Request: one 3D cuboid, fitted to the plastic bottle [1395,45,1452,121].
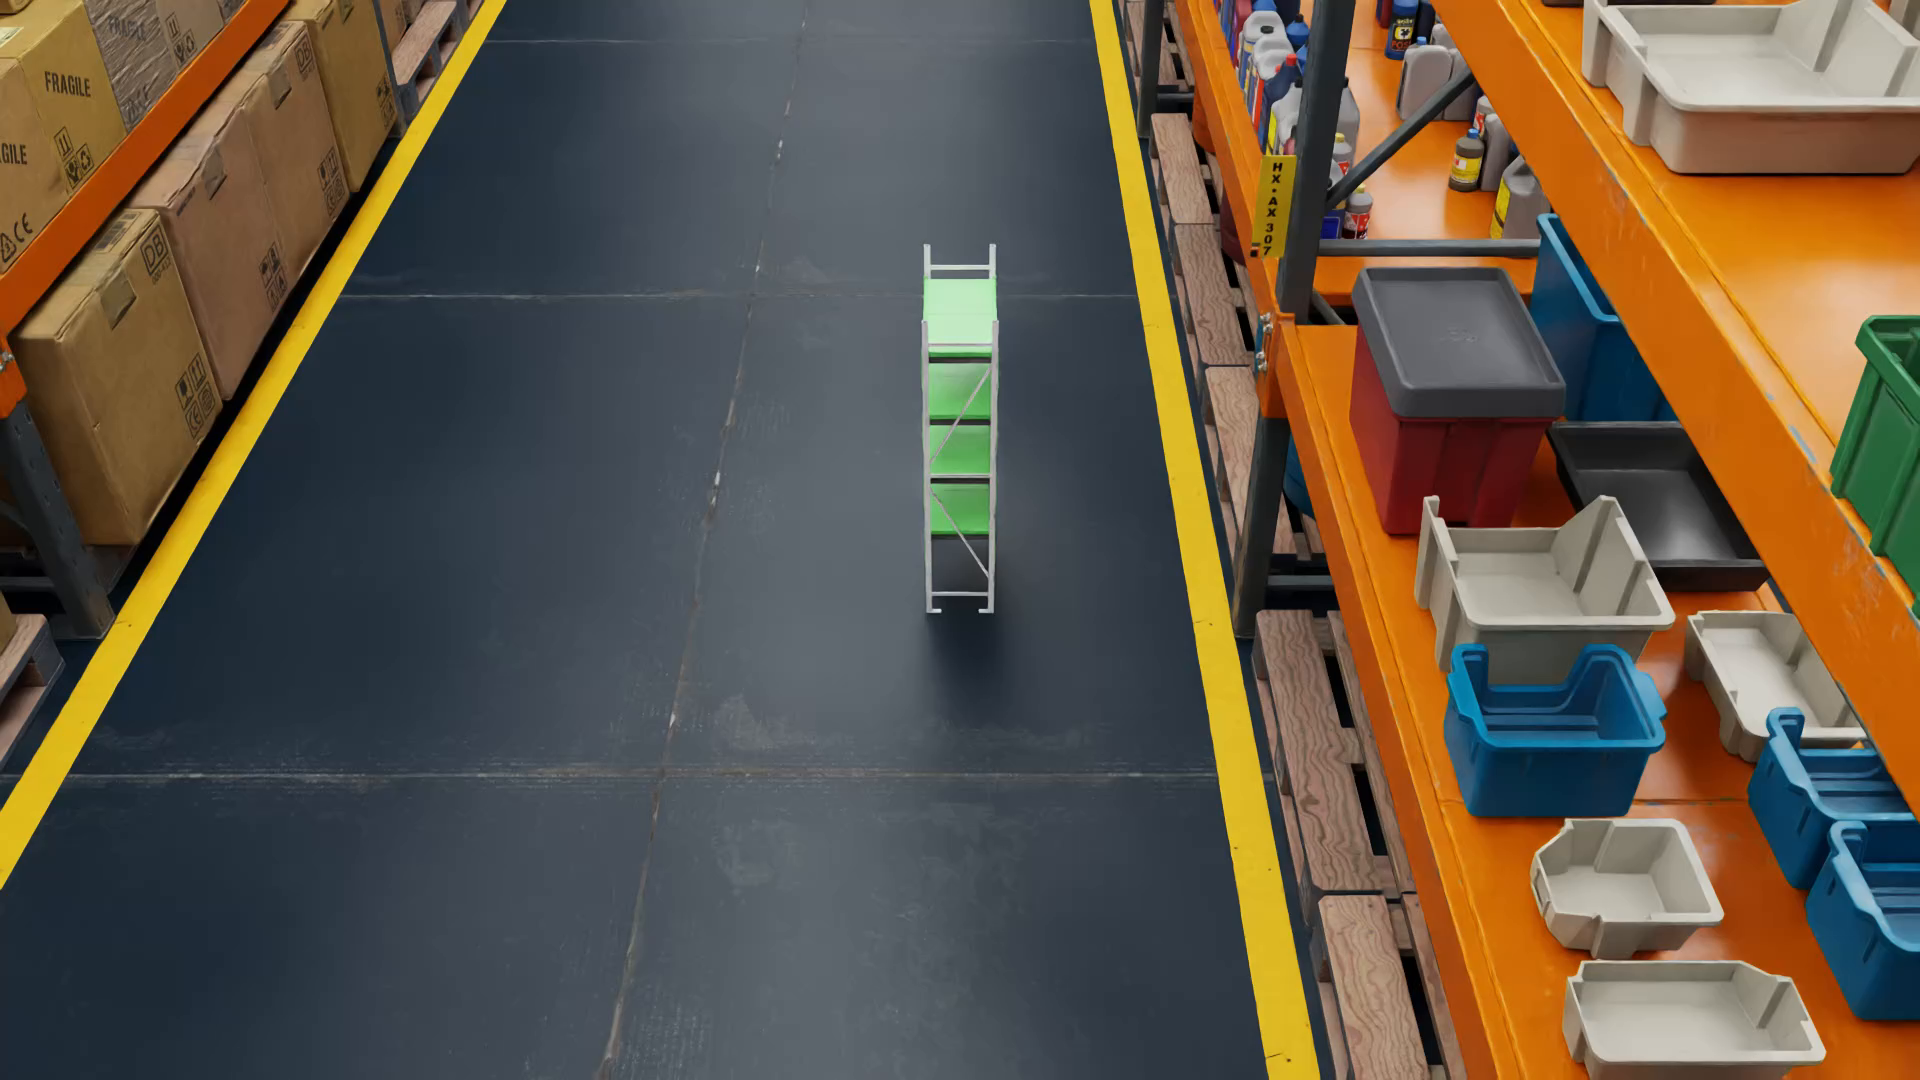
[{"bbox_3d":[1.688,-1.679,6.045,0.152,0.276,0.135,0,39,0],"label":"plastic bottle"}]

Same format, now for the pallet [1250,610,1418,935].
[{"bbox_3d":[1.500,0.690,5.221,1.003,0.211,1.213,0,39,0],"label":"pallet"}]

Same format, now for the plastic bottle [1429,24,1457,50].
[{"bbox_3d":[1.839,-1.824,6.226,0.152,0.276,0.135,0,39,0],"label":"plastic bottle"}]

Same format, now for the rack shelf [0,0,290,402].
[{"bbox_3d":[-3.495,-1.825,6.704,1.077,0.370,4.000,0,39,0],"label":"rack shelf"}]

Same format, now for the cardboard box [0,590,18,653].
[{"bbox_3d":[-3.572,0.223,4.936,0.875,0.875,0.875,0,39,0],"label":"cardboard box"}]

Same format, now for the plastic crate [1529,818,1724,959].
[{"bbox_3d":[1.253,0.672,3.175,0.298,0.136,0.250,0,39,0],"label":"plastic crate"}]

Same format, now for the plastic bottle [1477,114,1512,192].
[{"bbox_3d":[1.840,-1.328,5.608,0.152,0.276,0.135,0,39,0],"label":"plastic bottle"}]

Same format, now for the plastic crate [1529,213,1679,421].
[{"bbox_3d":[1.802,-0.584,4.545,0.392,0.384,0.575,0,39,0],"label":"plastic crate"}]

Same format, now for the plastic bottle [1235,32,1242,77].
[{"bbox_3d":[1.108,-1.873,6.347,0.097,0.201,0.097,0,39,0],"label":"plastic bottle"}]

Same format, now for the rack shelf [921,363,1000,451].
[{"bbox_3d":[0.000,-0.502,5.635,0.258,0.148,0.480,0,39,0],"label":"rack shelf"}]

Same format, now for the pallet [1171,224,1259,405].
[{"bbox_3d":[1.497,-1.018,7.351,1.003,0.211,1.213,0,39,0],"label":"pallet"}]

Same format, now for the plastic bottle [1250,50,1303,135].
[{"bbox_3d":[1.136,-1.600,5.947,0.152,0.276,0.135,0,39,0],"label":"plastic bottle"}]

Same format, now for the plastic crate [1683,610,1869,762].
[{"bbox_3d":[1.763,0.310,3.628,0.293,0.136,0.466,0,39,0],"label":"plastic crate"}]

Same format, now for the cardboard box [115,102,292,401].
[{"bbox_3d":[-3.515,-1.149,6.648,1.225,0.875,0.875,-1,39,-2],"label":"cardboard box"}]

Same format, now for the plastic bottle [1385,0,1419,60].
[{"bbox_3d":[1.722,-2.016,6.470,0.097,0.271,0.097,0,39,0],"label":"plastic bottle"}]

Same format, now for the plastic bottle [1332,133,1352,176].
[{"bbox_3d":[1.261,-1.267,5.592,0.097,0.201,0.097,0,39,0],"label":"plastic bottle"}]

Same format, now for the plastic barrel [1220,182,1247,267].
[{"bbox_3d":[1.475,-1.570,7.404,0.600,0.588,0.708,0,39,0],"label":"plastic barrel"}]

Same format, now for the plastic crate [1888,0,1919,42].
[{"bbox_3d":[1.771,-0.867,2.630,0.437,0.282,0.530,0,39,0],"label":"plastic crate"}]

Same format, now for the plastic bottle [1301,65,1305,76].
[{"bbox_3d":[1.260,-1.610,5.963,0.097,0.271,0.097,0,39,0],"label":"plastic bottle"}]

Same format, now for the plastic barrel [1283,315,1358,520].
[{"bbox_3d":[1.477,-0.544,5.872,0.600,0.901,0.708,0,39,0],"label":"plastic barrel"}]

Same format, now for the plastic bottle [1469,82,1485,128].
[{"bbox_3d":[1.886,-1.598,5.938,0.061,0.283,0.133,0,39,0],"label":"plastic bottle"}]

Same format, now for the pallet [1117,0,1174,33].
[{"bbox_3d":[1.495,-3.517,10.470,1.003,0.211,1.213,0,39,0],"label":"pallet"}]

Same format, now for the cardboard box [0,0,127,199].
[{"bbox_3d":[-3.245,-1.496,5.638,0.500,0.500,0.500,0,39,0],"label":"cardboard box"}]

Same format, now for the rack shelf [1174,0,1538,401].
[{"bbox_3d":[1.458,-1.828,6.708,1.077,0.370,4.000,0,39,0],"label":"rack shelf"}]

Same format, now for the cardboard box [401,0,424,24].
[{"bbox_3d":[-3.531,-3.318,9.639,0.700,0.500,0.500,-3,39,-4],"label":"cardboard box"}]

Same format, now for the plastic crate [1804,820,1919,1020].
[{"bbox_3d":[1.792,0.707,3.055,0.416,0.233,0.300,0,39,0],"label":"plastic crate"}]

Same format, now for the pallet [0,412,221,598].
[{"bbox_3d":[-3.569,-0.249,6.392,1.003,0.211,1.213,0,39,0],"label":"pallet"}]

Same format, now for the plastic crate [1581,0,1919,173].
[{"bbox_3d":[1.214,-0.717,2.558,0.437,0.136,0.530,0,39,0],"label":"plastic crate"}]

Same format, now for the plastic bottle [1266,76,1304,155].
[{"bbox_3d":[1.132,-1.414,5.655,0.144,0.351,0.185,0,39,0],"label":"plastic bottle"}]

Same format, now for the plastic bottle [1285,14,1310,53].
[{"bbox_3d":[1.260,-1.839,6.249,0.097,0.271,0.097,0,39,0],"label":"plastic bottle"}]

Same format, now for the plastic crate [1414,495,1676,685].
[{"bbox_3d":[1.278,0.120,3.749,0.437,0.282,0.530,0,39,0],"label":"plastic crate"}]

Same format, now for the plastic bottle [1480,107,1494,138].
[{"bbox_3d":[1.867,-1.433,5.798,0.097,0.201,0.097,0,39,0],"label":"plastic bottle"}]

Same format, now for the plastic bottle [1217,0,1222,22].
[{"bbox_3d":[1.107,-2.244,6.754,0.097,0.271,0.097,0,39,0],"label":"plastic bottle"}]

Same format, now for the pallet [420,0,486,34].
[{"bbox_3d":[-3.495,-3.518,10.471,1.003,0.211,1.213,0,39,0],"label":"pallet"}]

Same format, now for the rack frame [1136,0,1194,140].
[{"bbox_3d":[1.456,-3.360,8.044,1.000,3.000,0.127,0,39,0],"label":"rack frame"}]

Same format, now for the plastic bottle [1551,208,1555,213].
[{"bbox_3d":[1.887,-1.042,5.245,0.061,0.283,0.133,0,39,0],"label":"plastic bottle"}]

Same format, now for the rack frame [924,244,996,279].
[{"bbox_3d":[0.000,-0.517,5.936,0.240,1.200,0.015,0,39,0],"label":"rack frame"}]

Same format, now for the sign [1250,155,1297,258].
[{"bbox_3d":[0.910,-0.967,4.837,0.100,0.325,0.005,0,39,0],"label":"sign"}]

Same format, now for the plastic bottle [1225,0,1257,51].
[{"bbox_3d":[1.131,-2.103,6.514,0.144,0.351,0.185,0,39,0],"label":"plastic bottle"}]

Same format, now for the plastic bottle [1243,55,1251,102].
[{"bbox_3d":[1.108,-1.728,6.166,0.097,0.201,0.097,0,39,0],"label":"plastic bottle"}]

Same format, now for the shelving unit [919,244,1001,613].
[{"bbox_3d":[0.000,-0.365,5.746,0.258,1.200,0.503,0,39,0],"label":"shelving unit"}]

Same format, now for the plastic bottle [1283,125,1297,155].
[{"bbox_3d":[1.091,-1.204,5.447,0.061,0.283,0.133,0,39,0],"label":"plastic bottle"}]

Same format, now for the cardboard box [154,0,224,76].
[{"bbox_3d":[-3.251,-2.132,6.432,0.500,0.500,0.500,1,39,1],"label":"cardboard box"}]

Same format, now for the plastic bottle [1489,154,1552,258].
[{"bbox_3d":[1.784,-1.085,5.244,0.144,0.351,0.185,0,39,0],"label":"plastic bottle"}]

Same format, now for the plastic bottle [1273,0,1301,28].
[{"bbox_3d":[1.283,-2.187,6.620,0.144,0.351,0.185,0,39,0],"label":"plastic bottle"}]

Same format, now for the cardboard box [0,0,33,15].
[{"bbox_3d":[-3.491,-2.114,5.607,0.797,0.503,0.637,0,39,0],"label":"cardboard box"}]

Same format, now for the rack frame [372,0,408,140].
[{"bbox_3d":[-3.497,-3.356,8.039,1.000,3.000,0.127,0,39,0],"label":"rack frame"}]

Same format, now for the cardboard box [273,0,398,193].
[{"bbox_3d":[-3.517,-2.259,8.034,1.225,0.875,0.875,-2,39,-2],"label":"cardboard box"}]

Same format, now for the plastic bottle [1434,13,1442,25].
[{"bbox_3d":[1.867,-1.955,6.394,0.097,0.271,0.097,0,39,0],"label":"plastic bottle"}]

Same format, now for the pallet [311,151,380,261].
[{"bbox_3d":[-3.572,-1.775,8.296,1.003,0.211,1.213,0,39,0],"label":"pallet"}]

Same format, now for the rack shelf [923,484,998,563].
[{"bbox_3d":[0.000,-0.128,5.936,0.258,0.148,0.480,0,39,0],"label":"rack shelf"}]
